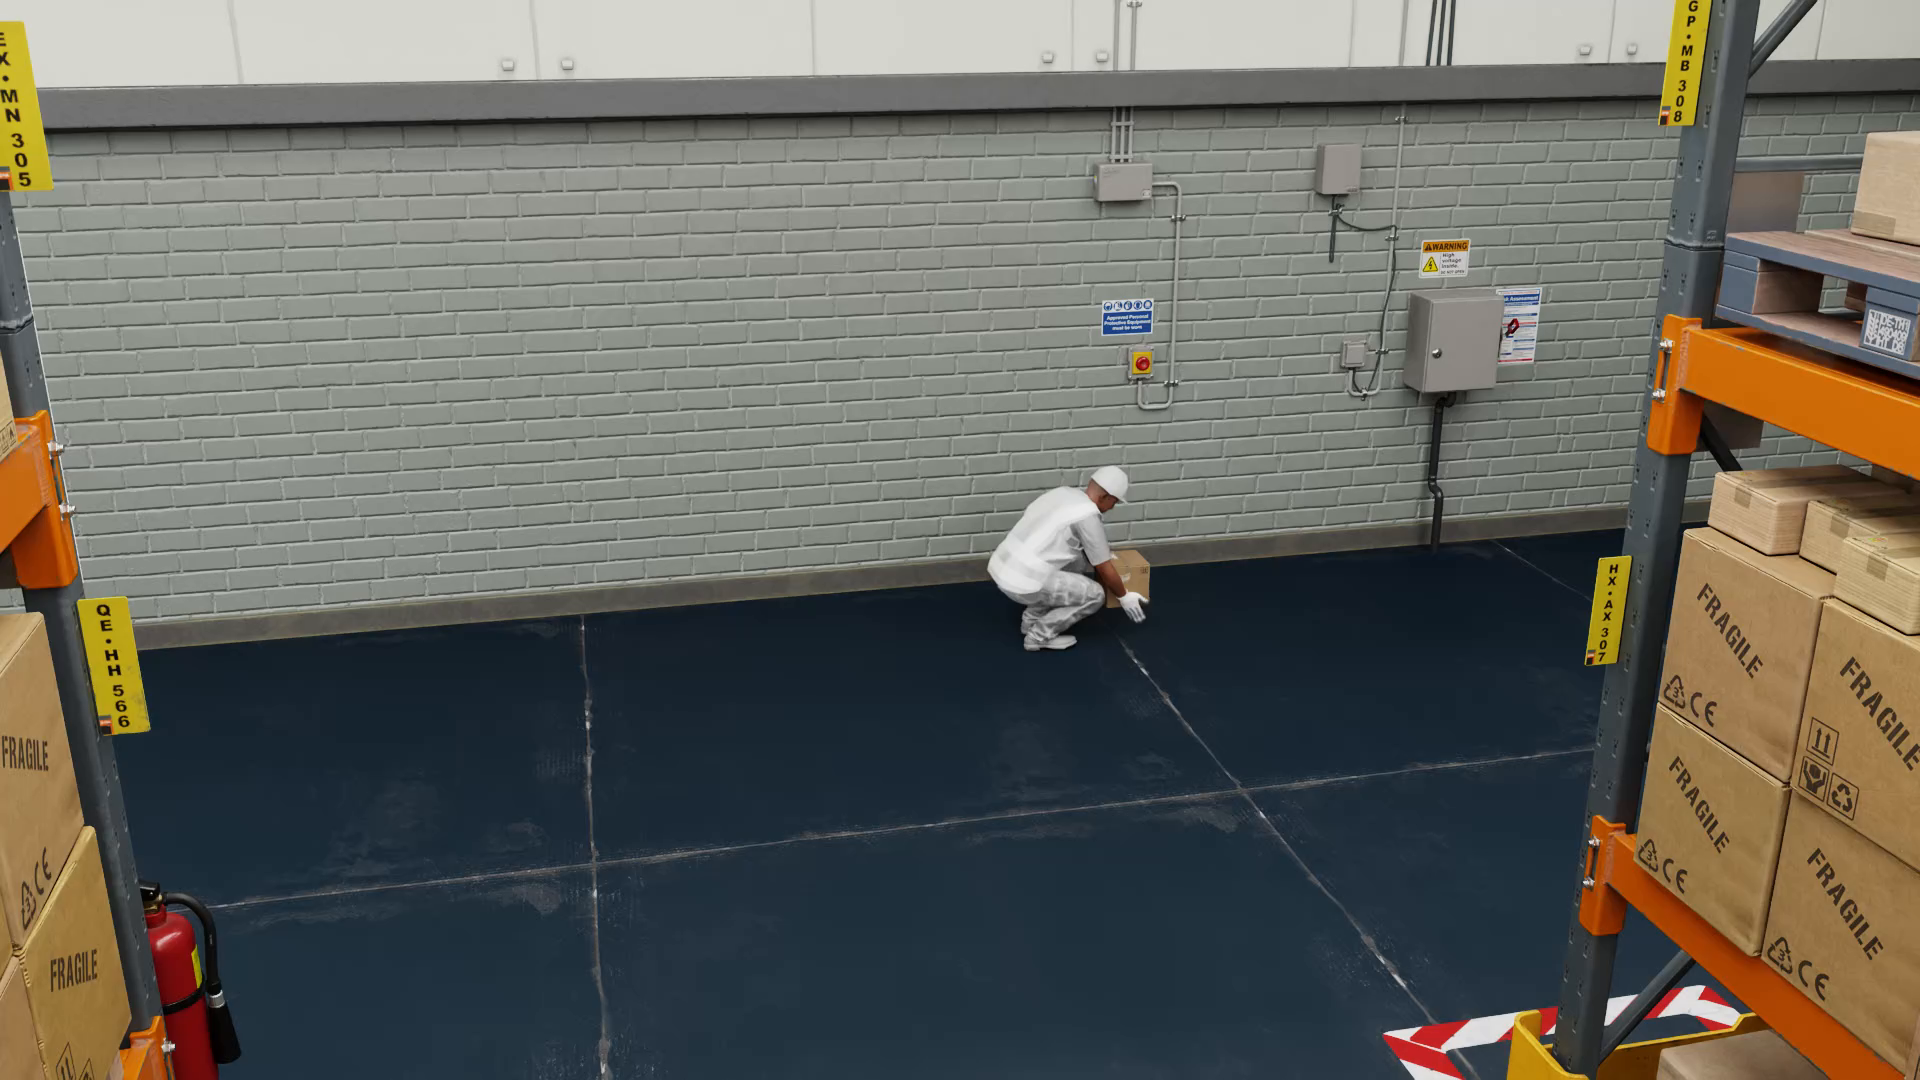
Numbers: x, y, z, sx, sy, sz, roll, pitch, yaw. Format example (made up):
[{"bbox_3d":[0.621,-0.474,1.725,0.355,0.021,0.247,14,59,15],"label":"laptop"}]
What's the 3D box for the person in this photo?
[{"bbox_3d":[0.607,0.087,9.491,0.899,0.996,0.565,-5,20,-13],"label":"person"}]
